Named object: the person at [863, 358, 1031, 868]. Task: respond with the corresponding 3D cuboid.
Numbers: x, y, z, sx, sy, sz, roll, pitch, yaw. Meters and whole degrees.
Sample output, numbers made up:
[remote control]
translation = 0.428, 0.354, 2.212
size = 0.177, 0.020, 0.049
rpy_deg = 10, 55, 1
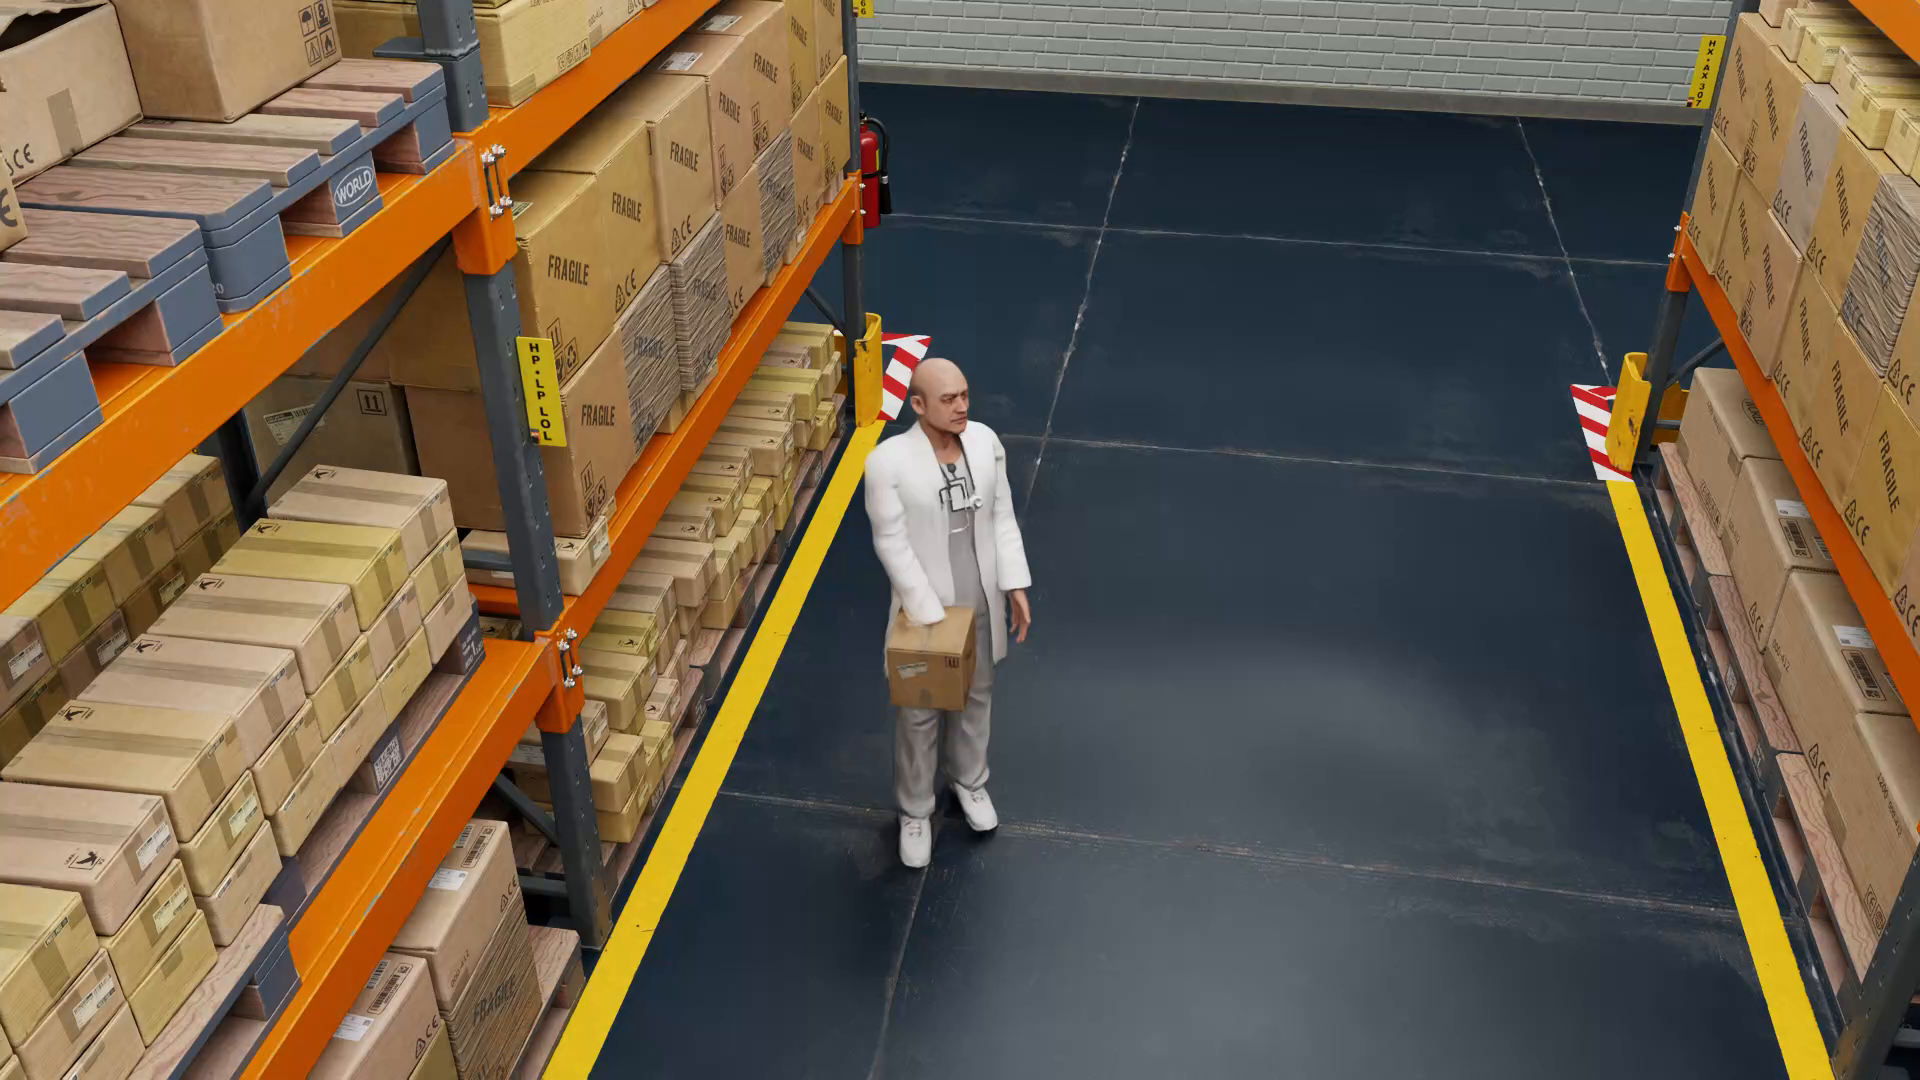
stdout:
[person]
translation = -0.036, 0.254, 5.729
size = 0.618, 1.785, 0.495
rpy_deg = -20, 37, -29
